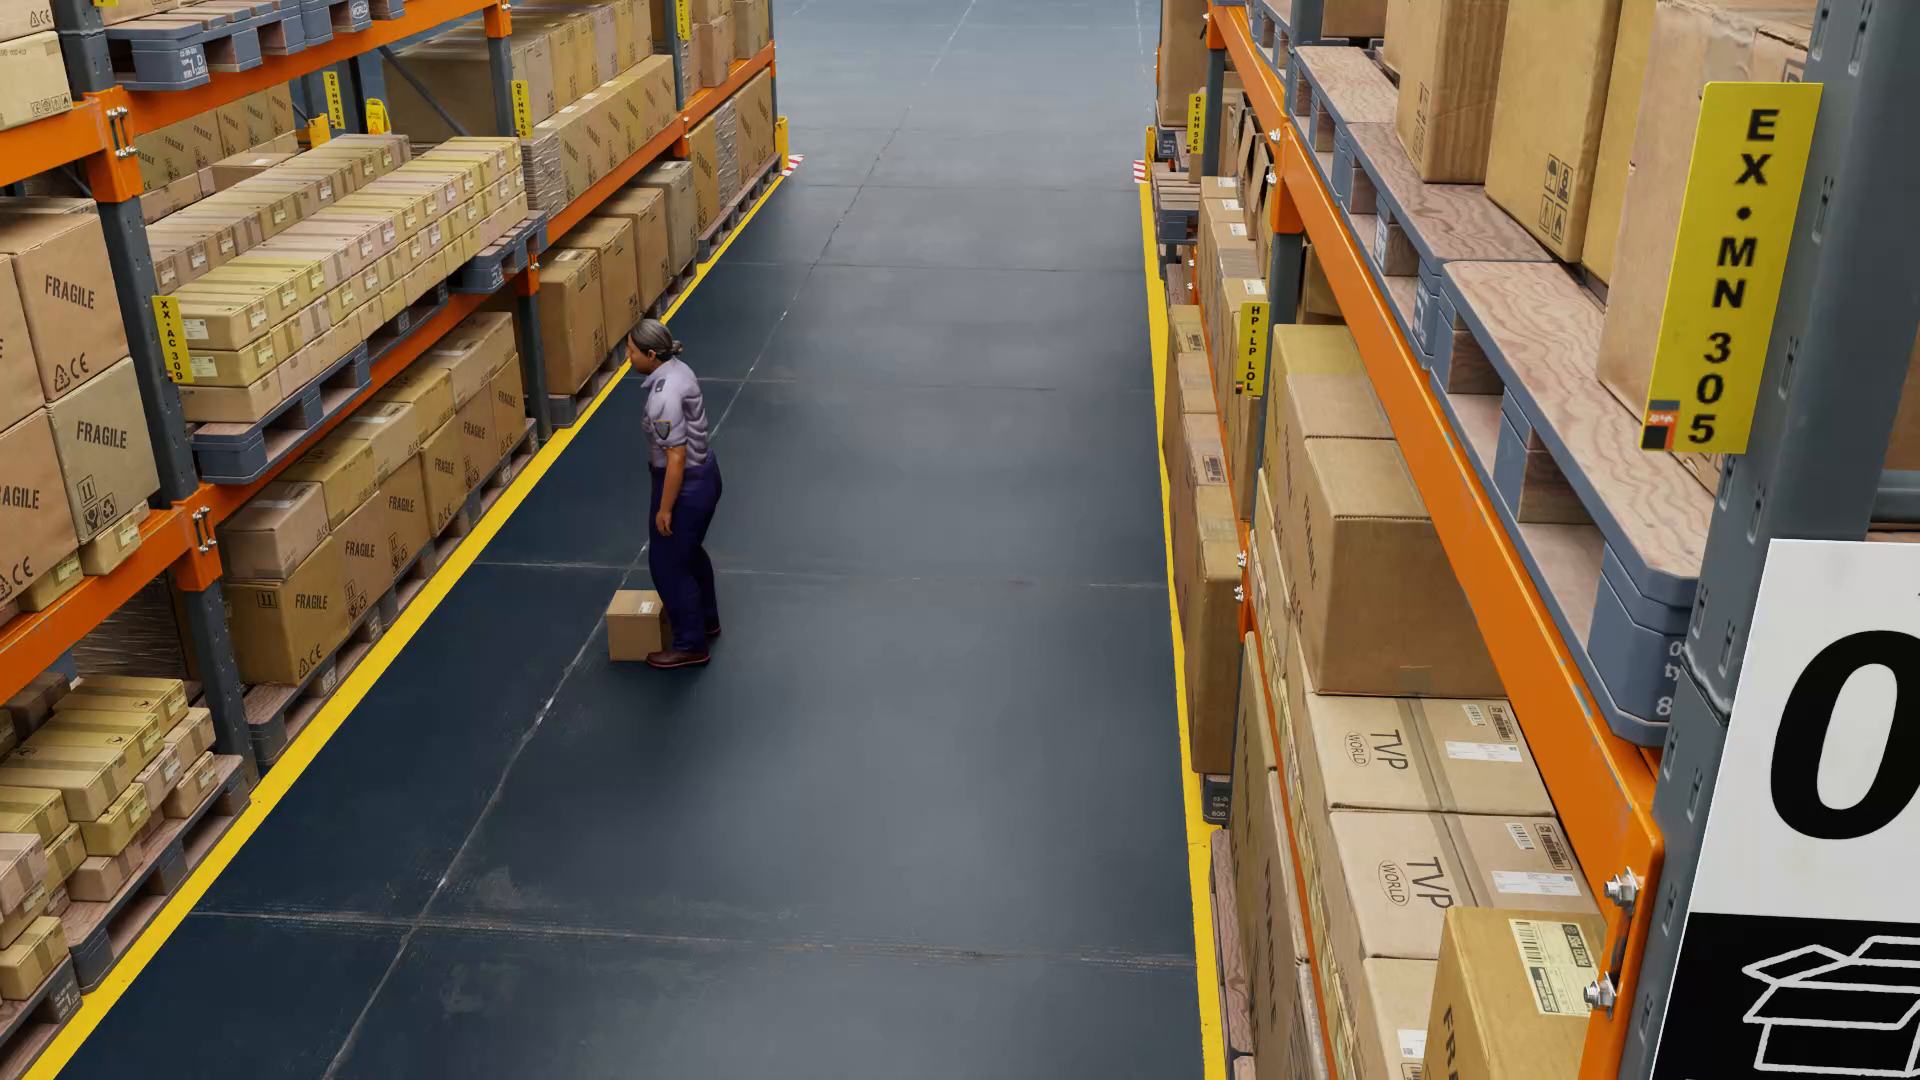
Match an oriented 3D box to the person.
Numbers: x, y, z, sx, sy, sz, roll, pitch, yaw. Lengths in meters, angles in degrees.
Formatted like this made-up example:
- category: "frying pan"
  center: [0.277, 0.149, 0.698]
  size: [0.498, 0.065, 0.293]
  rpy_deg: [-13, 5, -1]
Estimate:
- category: "person"
  center: [-1.288, -0.220, 7.610]
  size: [0.375, 1.637, 0.563]
  rpy_deg: [0, 25, 1]
